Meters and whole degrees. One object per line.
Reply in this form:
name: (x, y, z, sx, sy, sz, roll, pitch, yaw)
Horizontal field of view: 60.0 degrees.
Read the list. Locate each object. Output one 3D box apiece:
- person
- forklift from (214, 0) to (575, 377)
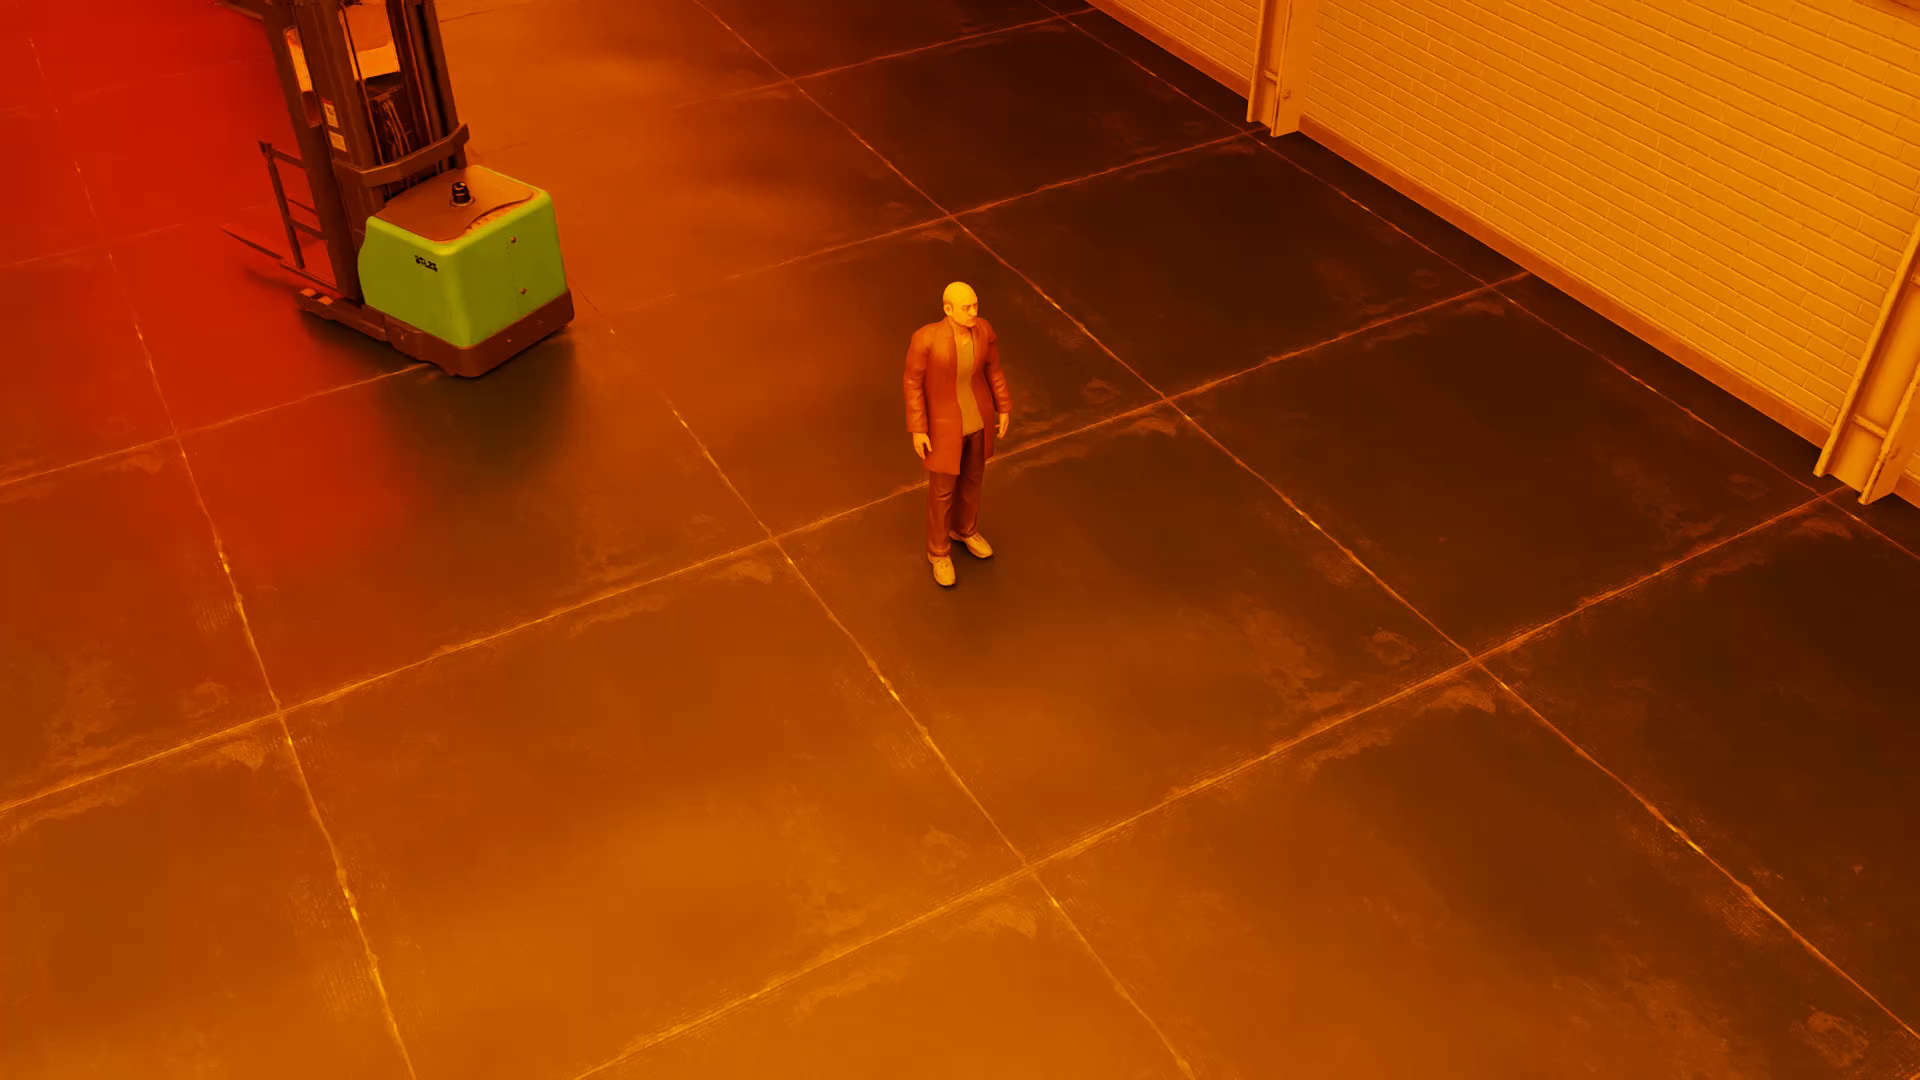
person: (0.041, -0.638, 9.698, 0.696, 1.775, 0.582, -20, 44, -23)
forklift: (-4.322, -3.010, 11.665, 3.031, 2.935, 1.130, 24, 45, 26)
